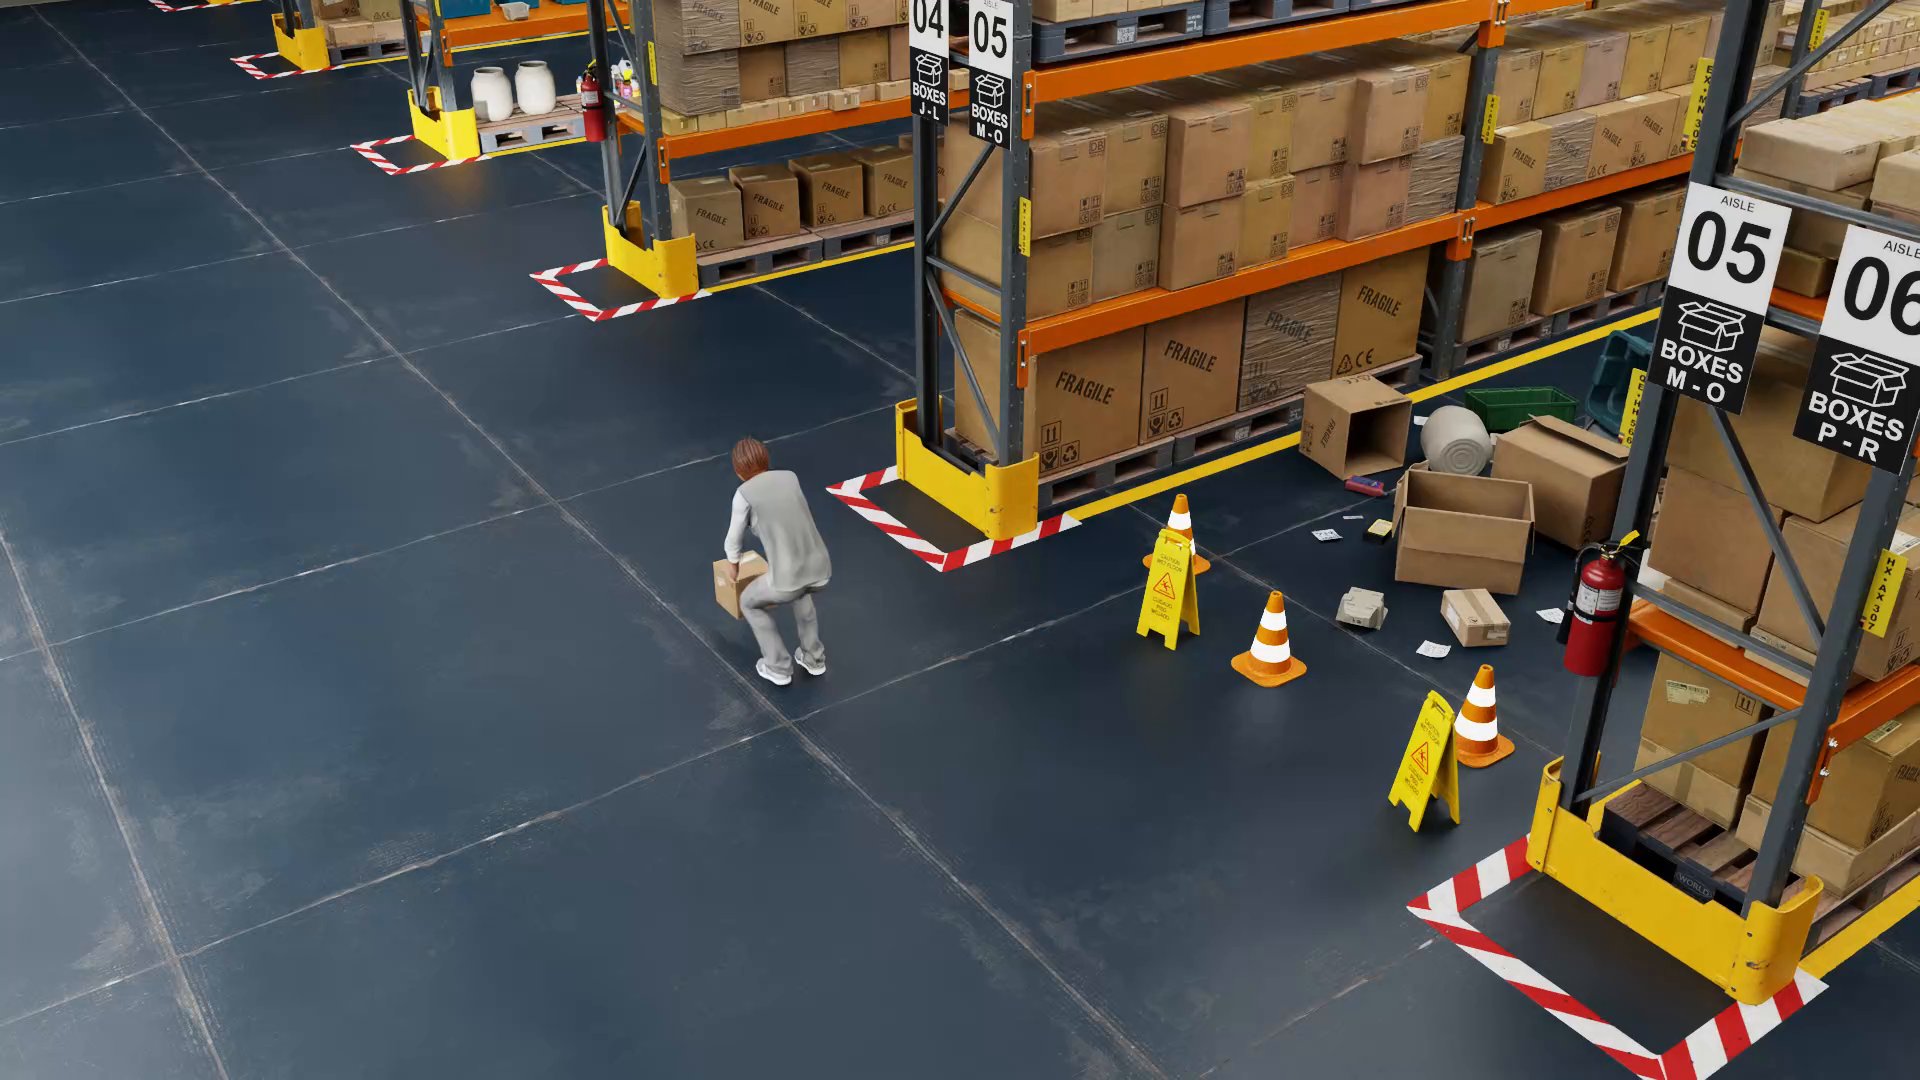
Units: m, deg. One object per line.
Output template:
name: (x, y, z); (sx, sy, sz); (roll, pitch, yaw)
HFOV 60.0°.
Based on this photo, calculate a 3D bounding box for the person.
person: (-0.959, 0.144, 8.691); (0.463, 1.298, 0.656); (-19, 34, -30)
